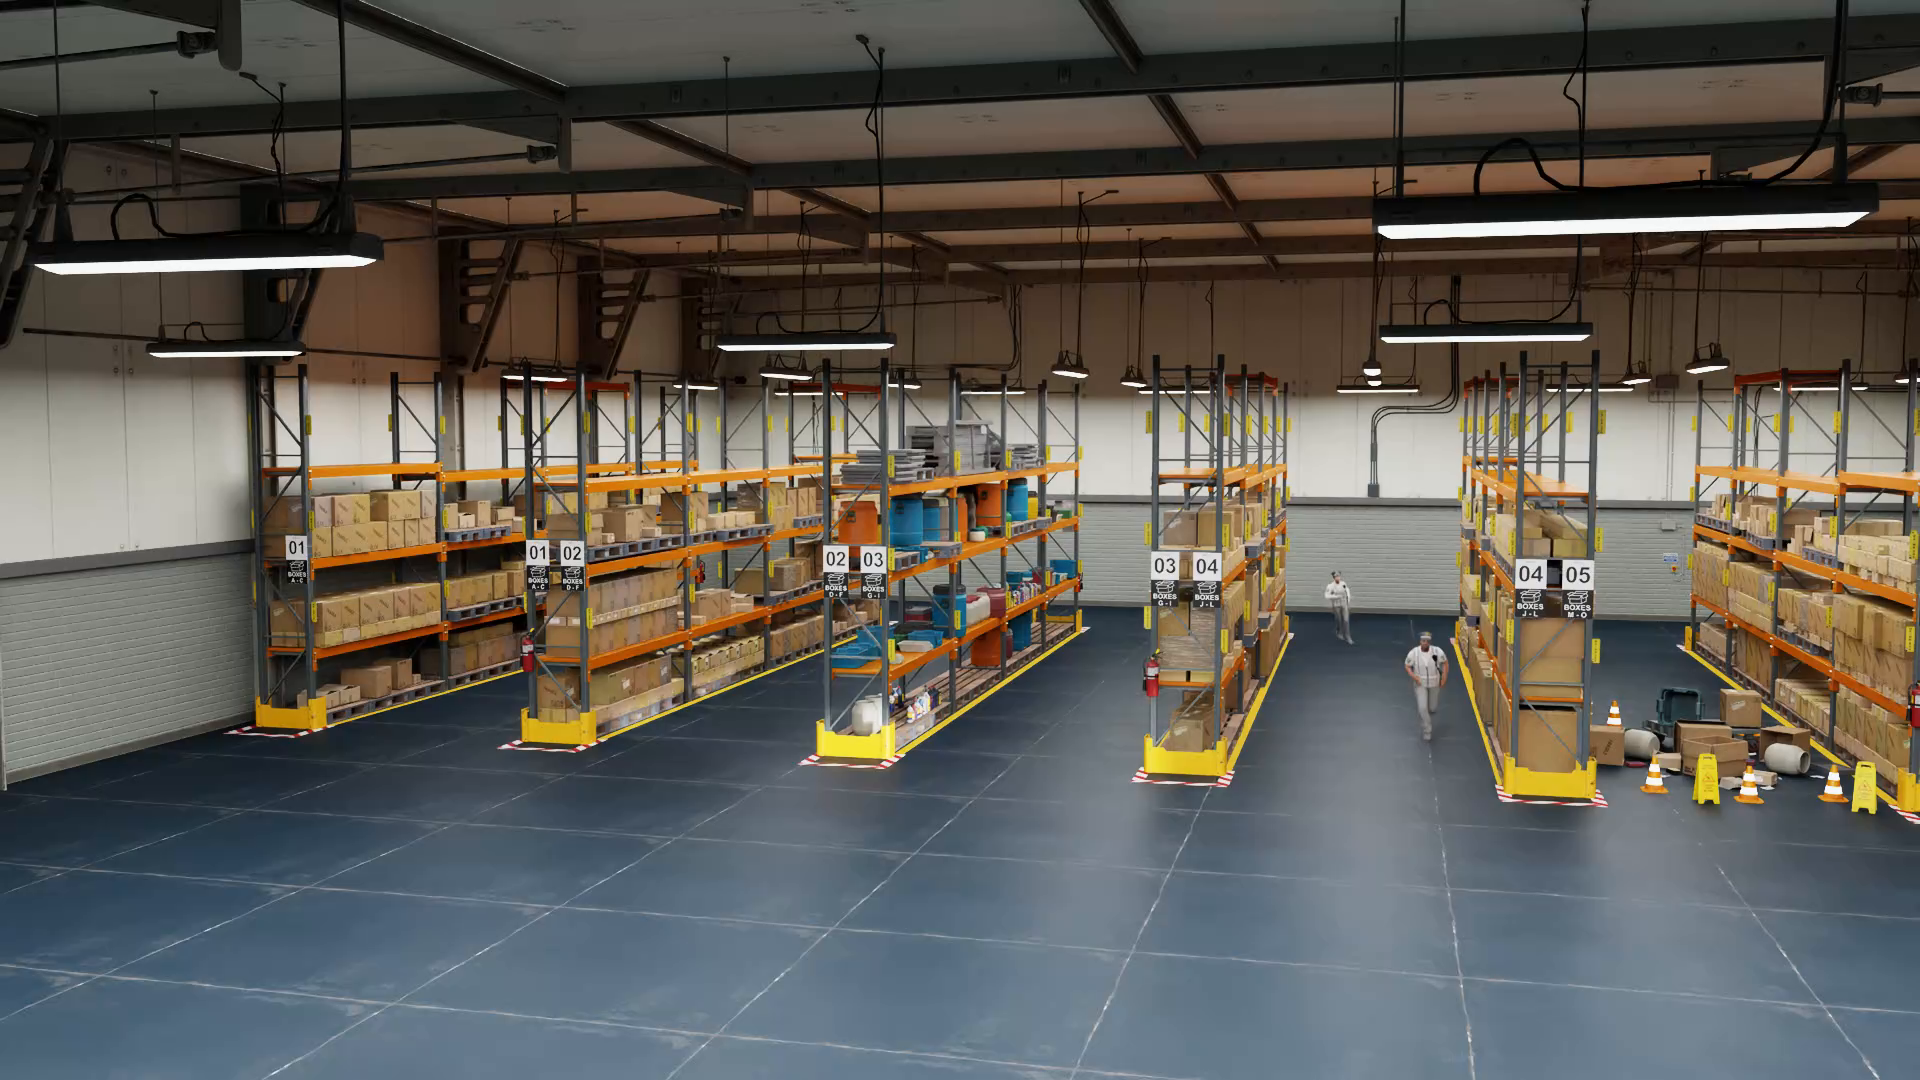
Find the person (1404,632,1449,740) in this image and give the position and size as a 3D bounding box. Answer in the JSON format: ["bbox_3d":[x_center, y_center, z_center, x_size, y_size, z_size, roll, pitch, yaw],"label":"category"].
[{"bbox_3d":[7.505,2.319,26.788,0.690,1.749,0.730,1,4,10],"label":"person"}]

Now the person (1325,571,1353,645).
[{"bbox_3d":[8.702,1.528,38.318,0.626,1.675,0.907,0,4,-2],"label":"person"}]
